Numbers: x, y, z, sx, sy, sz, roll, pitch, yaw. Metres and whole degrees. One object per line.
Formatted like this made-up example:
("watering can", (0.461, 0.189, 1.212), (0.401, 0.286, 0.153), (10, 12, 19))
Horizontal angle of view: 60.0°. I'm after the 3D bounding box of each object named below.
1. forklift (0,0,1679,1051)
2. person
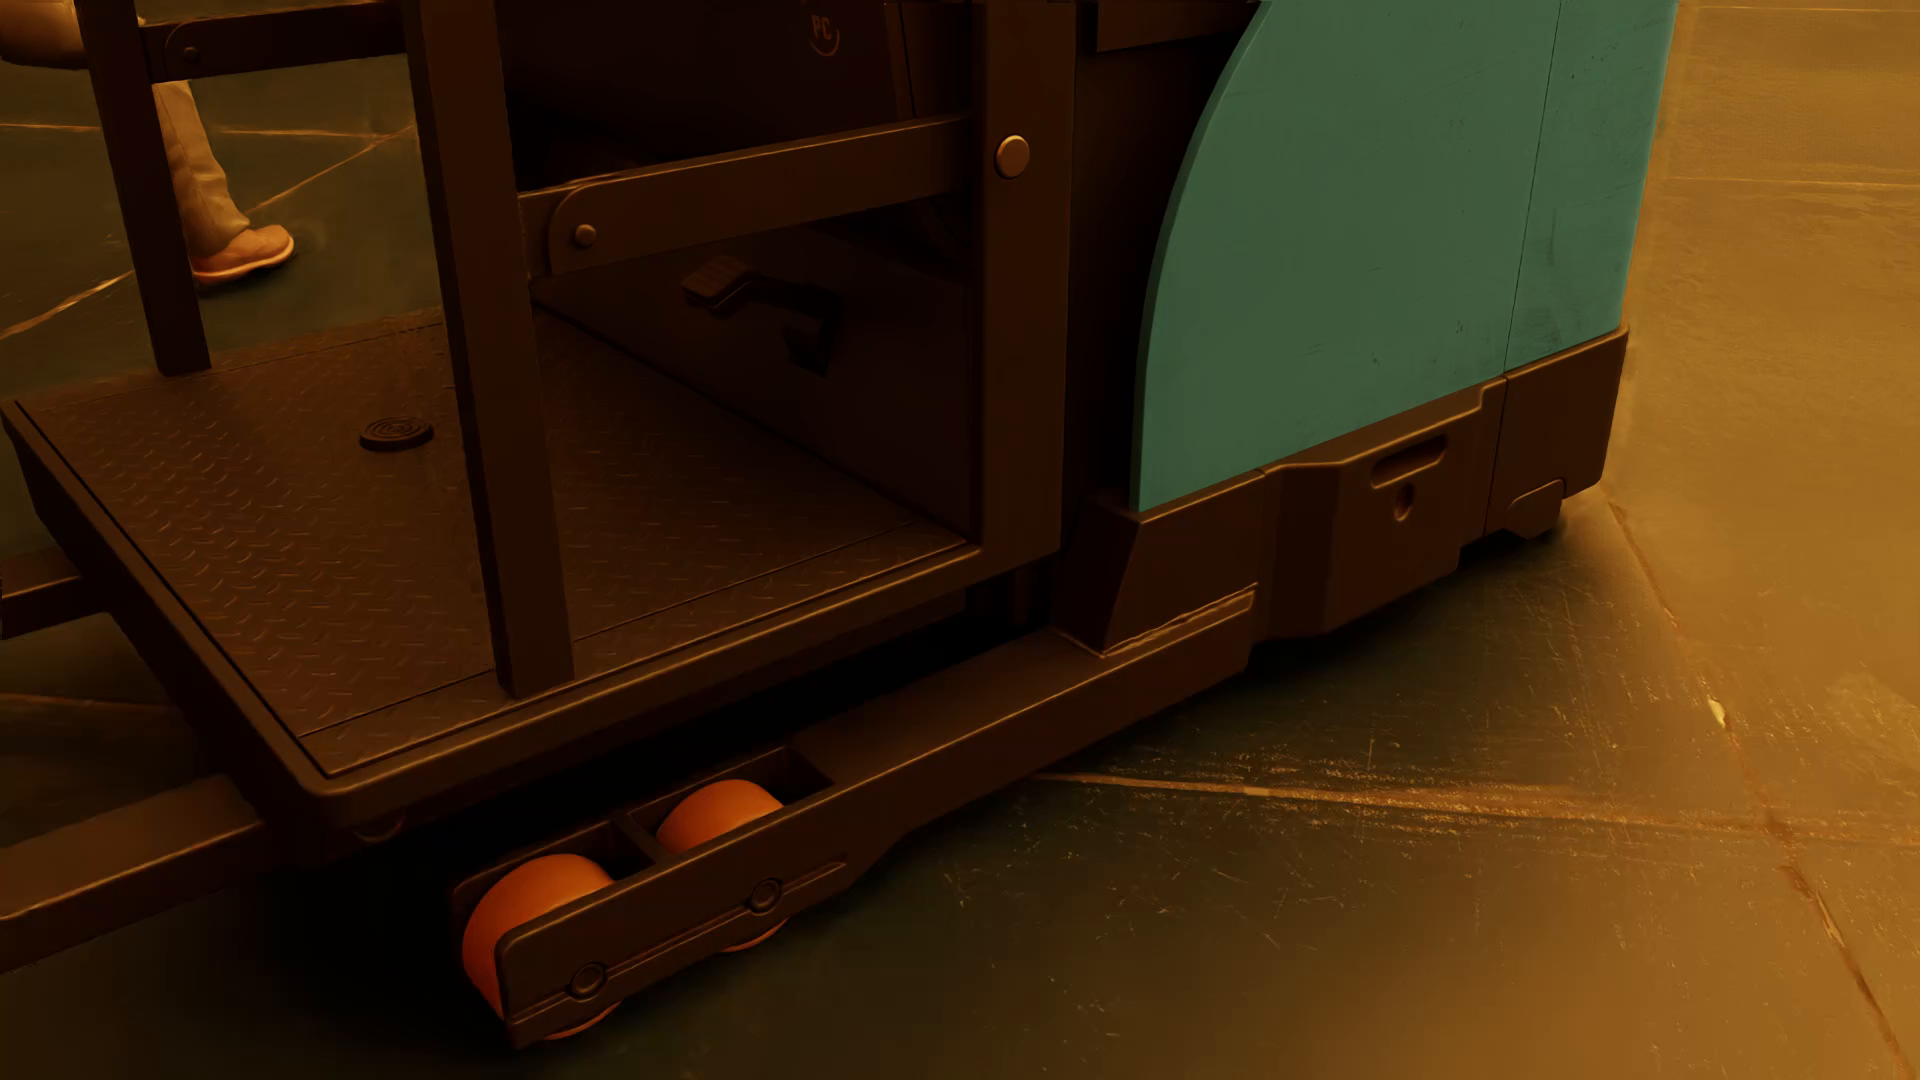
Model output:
("forklift", (-0.475, -1.111, 1.443), (3.031, 2.935, 1.130), (-20, 33, -34))
("person", (-2.032, -1.125, 3.162), (0.943, 1.531, 0.894), (7, 27, 13))
